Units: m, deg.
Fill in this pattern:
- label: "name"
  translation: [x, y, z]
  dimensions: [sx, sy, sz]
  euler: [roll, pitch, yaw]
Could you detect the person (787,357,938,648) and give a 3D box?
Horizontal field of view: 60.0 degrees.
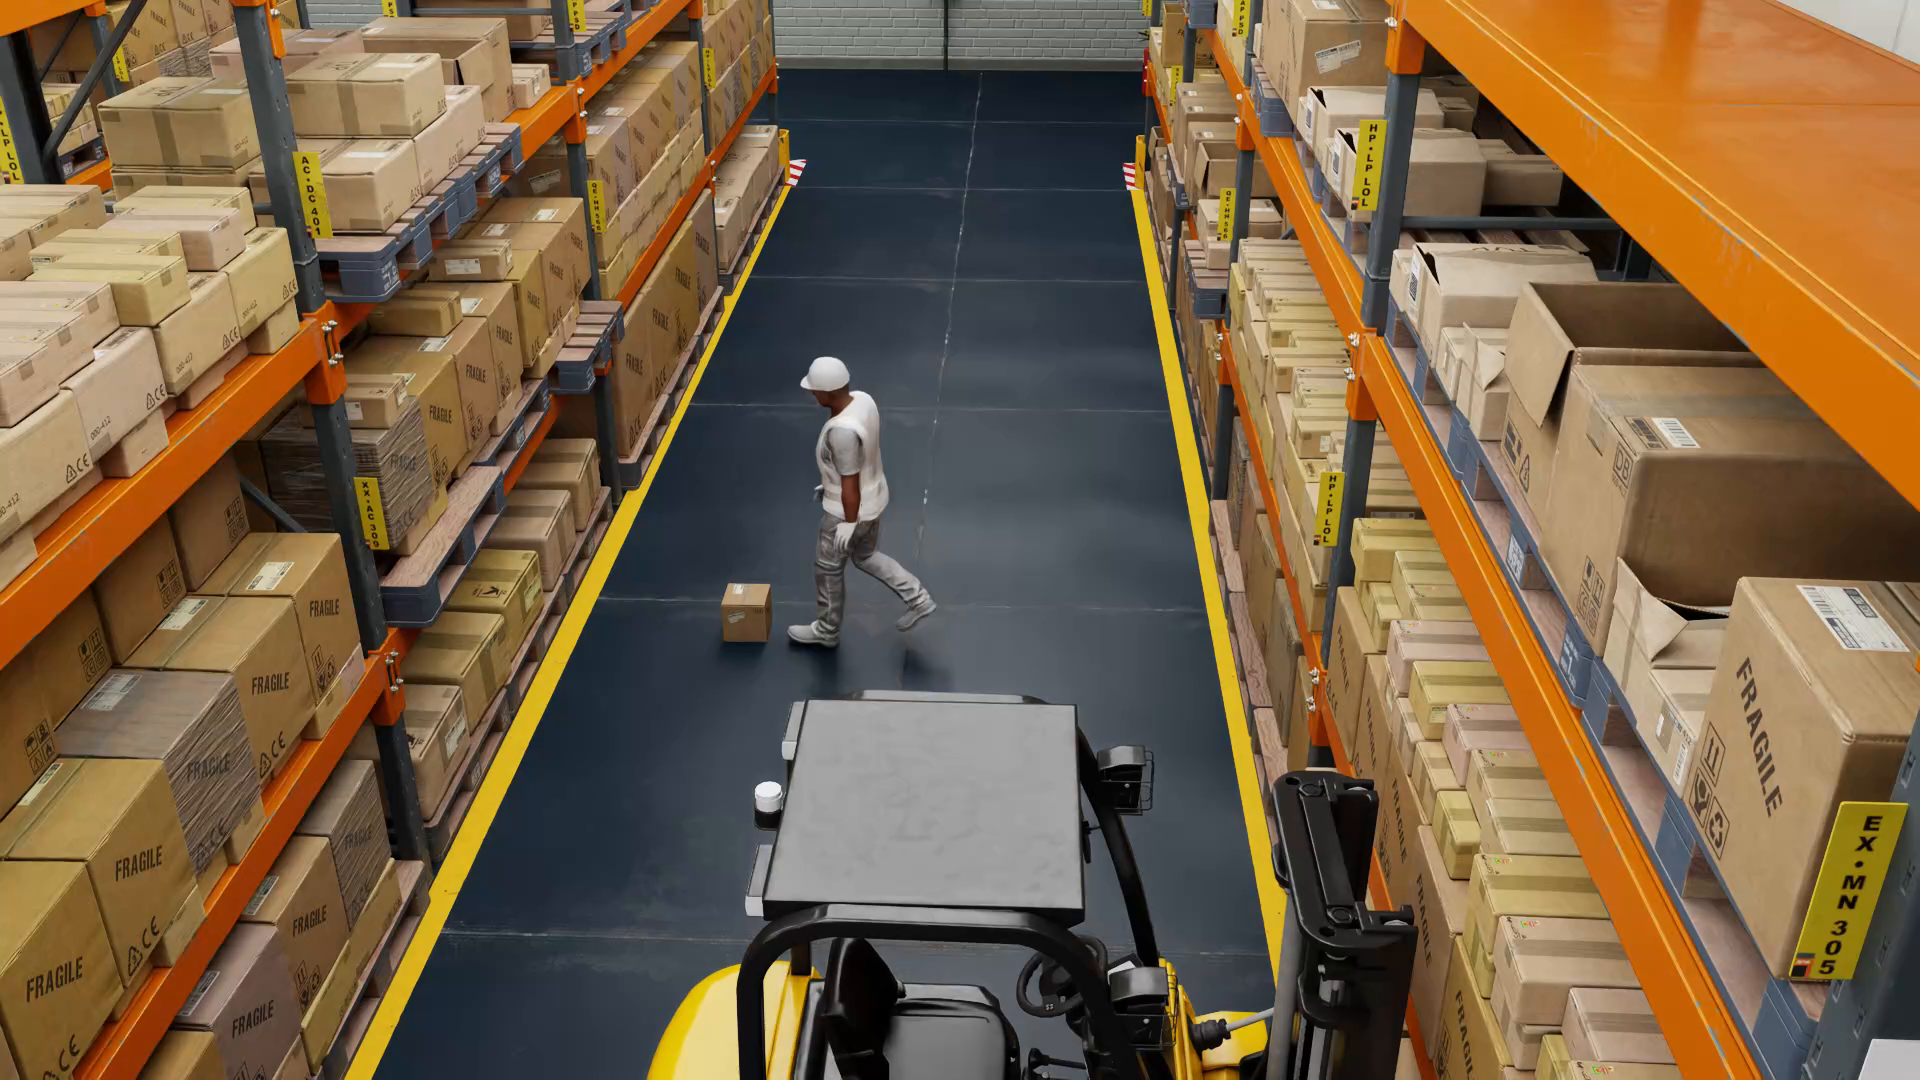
- label: "person"
  translation: [-0.564, -0.188, 9.186]
  dimensions: [0.860, 1.759, 0.567]
  euler: [7, 29, 14]
